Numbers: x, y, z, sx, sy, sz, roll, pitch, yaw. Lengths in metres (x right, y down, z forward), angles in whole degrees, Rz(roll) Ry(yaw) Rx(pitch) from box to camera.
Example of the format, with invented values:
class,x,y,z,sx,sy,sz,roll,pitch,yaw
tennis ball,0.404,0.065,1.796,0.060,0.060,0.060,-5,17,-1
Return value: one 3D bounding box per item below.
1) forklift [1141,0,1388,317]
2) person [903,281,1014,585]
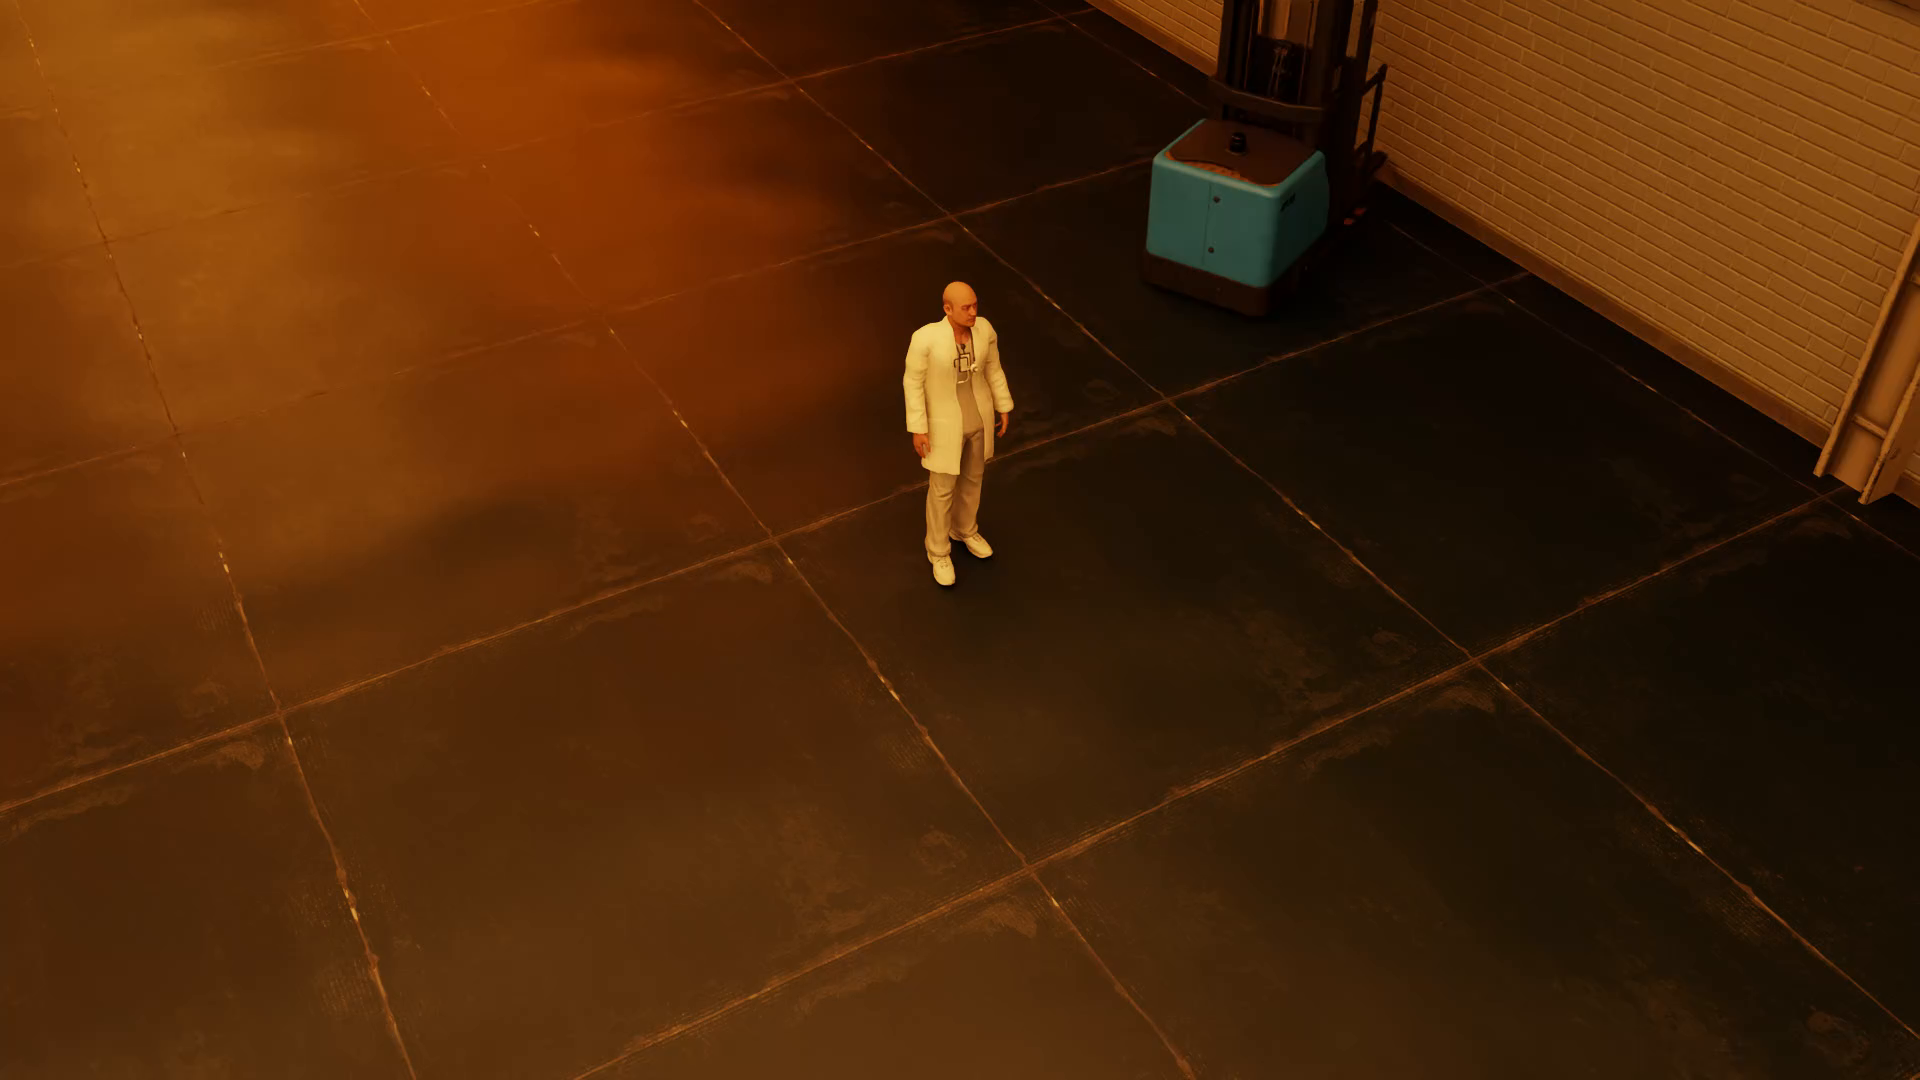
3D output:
class,x,y,z,sx,sy,sz,roll,pitch,yaw
forklift,2.619,-3.672,12.463,1.130,2.935,3.031,23,45,25
person,0.044,-0.637,9.696,0.698,1.777,0.573,-20,44,-23
